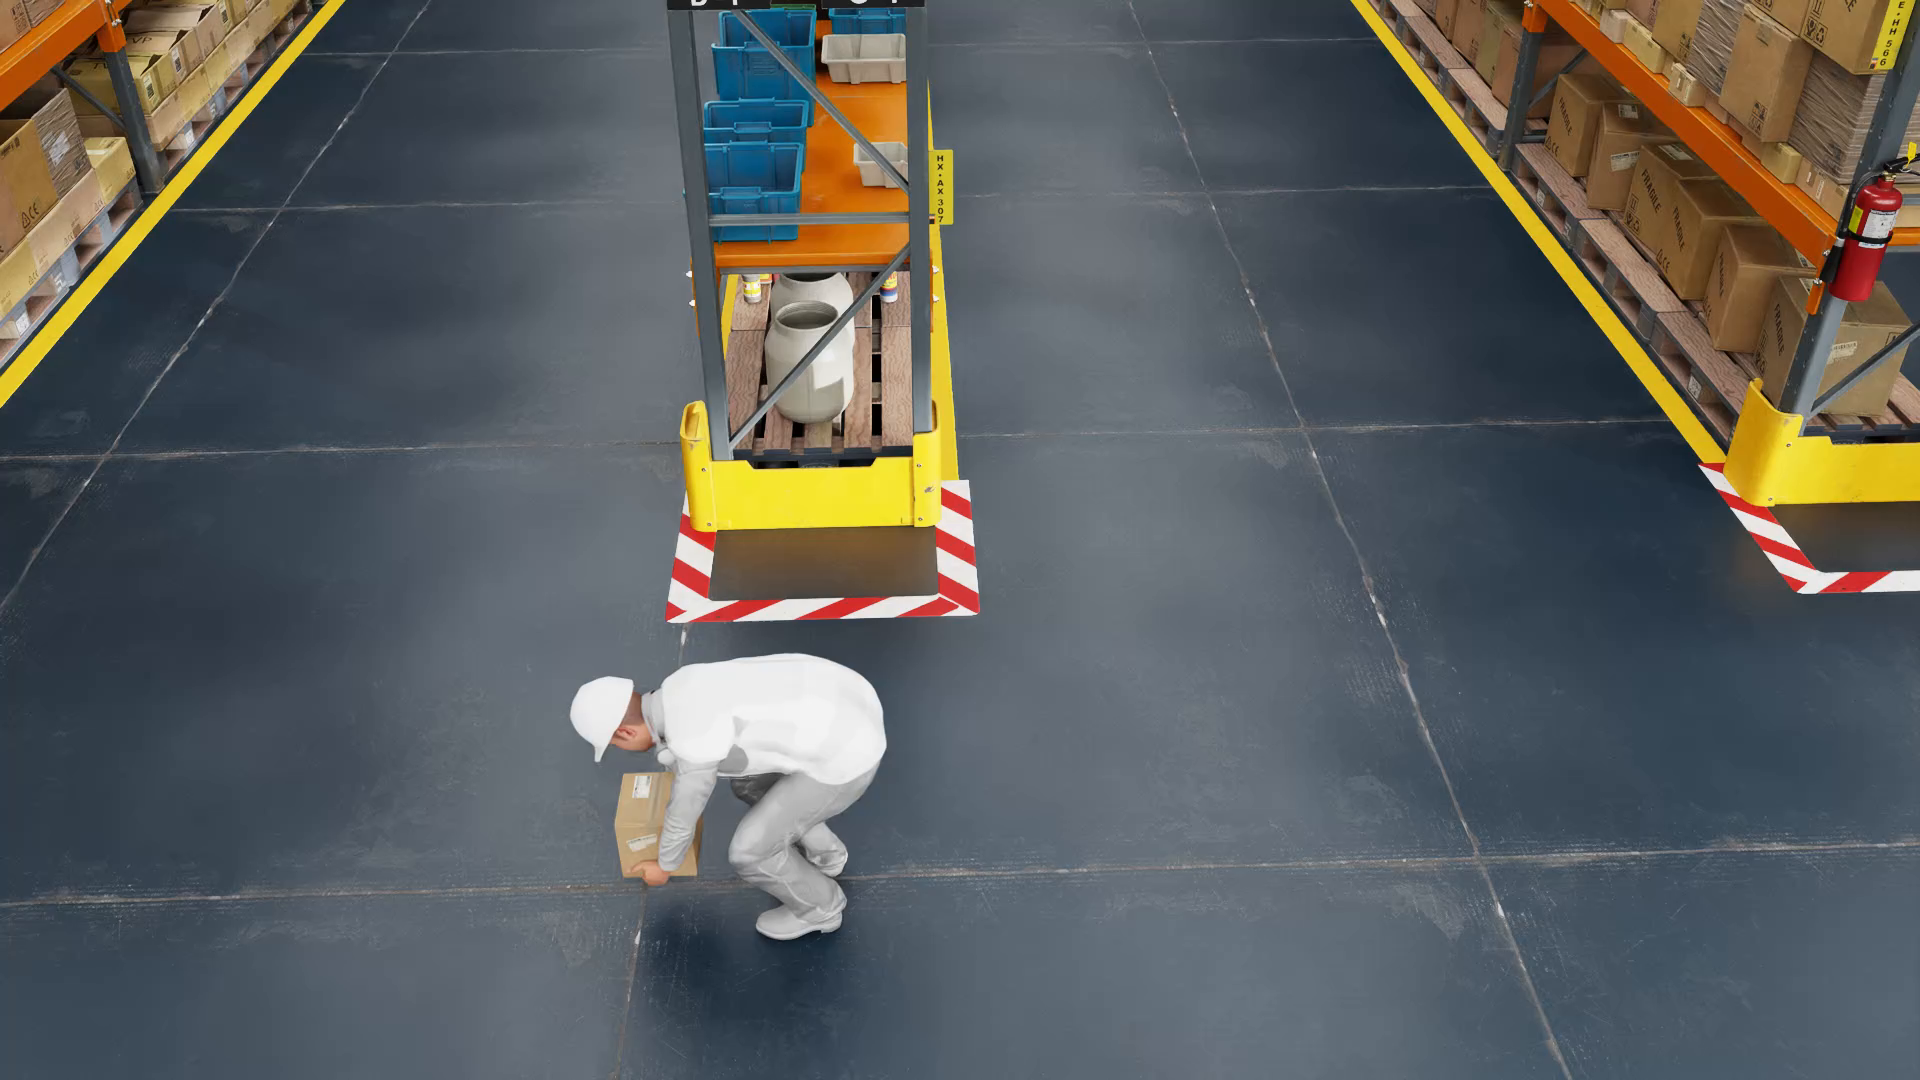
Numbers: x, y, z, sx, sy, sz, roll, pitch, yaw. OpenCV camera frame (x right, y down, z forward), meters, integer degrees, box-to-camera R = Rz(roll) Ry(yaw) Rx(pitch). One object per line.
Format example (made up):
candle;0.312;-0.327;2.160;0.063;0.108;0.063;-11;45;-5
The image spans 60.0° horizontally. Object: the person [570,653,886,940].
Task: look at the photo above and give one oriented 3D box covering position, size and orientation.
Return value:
person;-0.743;0.850;5.562;0.998;1.024;0.513;-3;35;-4
